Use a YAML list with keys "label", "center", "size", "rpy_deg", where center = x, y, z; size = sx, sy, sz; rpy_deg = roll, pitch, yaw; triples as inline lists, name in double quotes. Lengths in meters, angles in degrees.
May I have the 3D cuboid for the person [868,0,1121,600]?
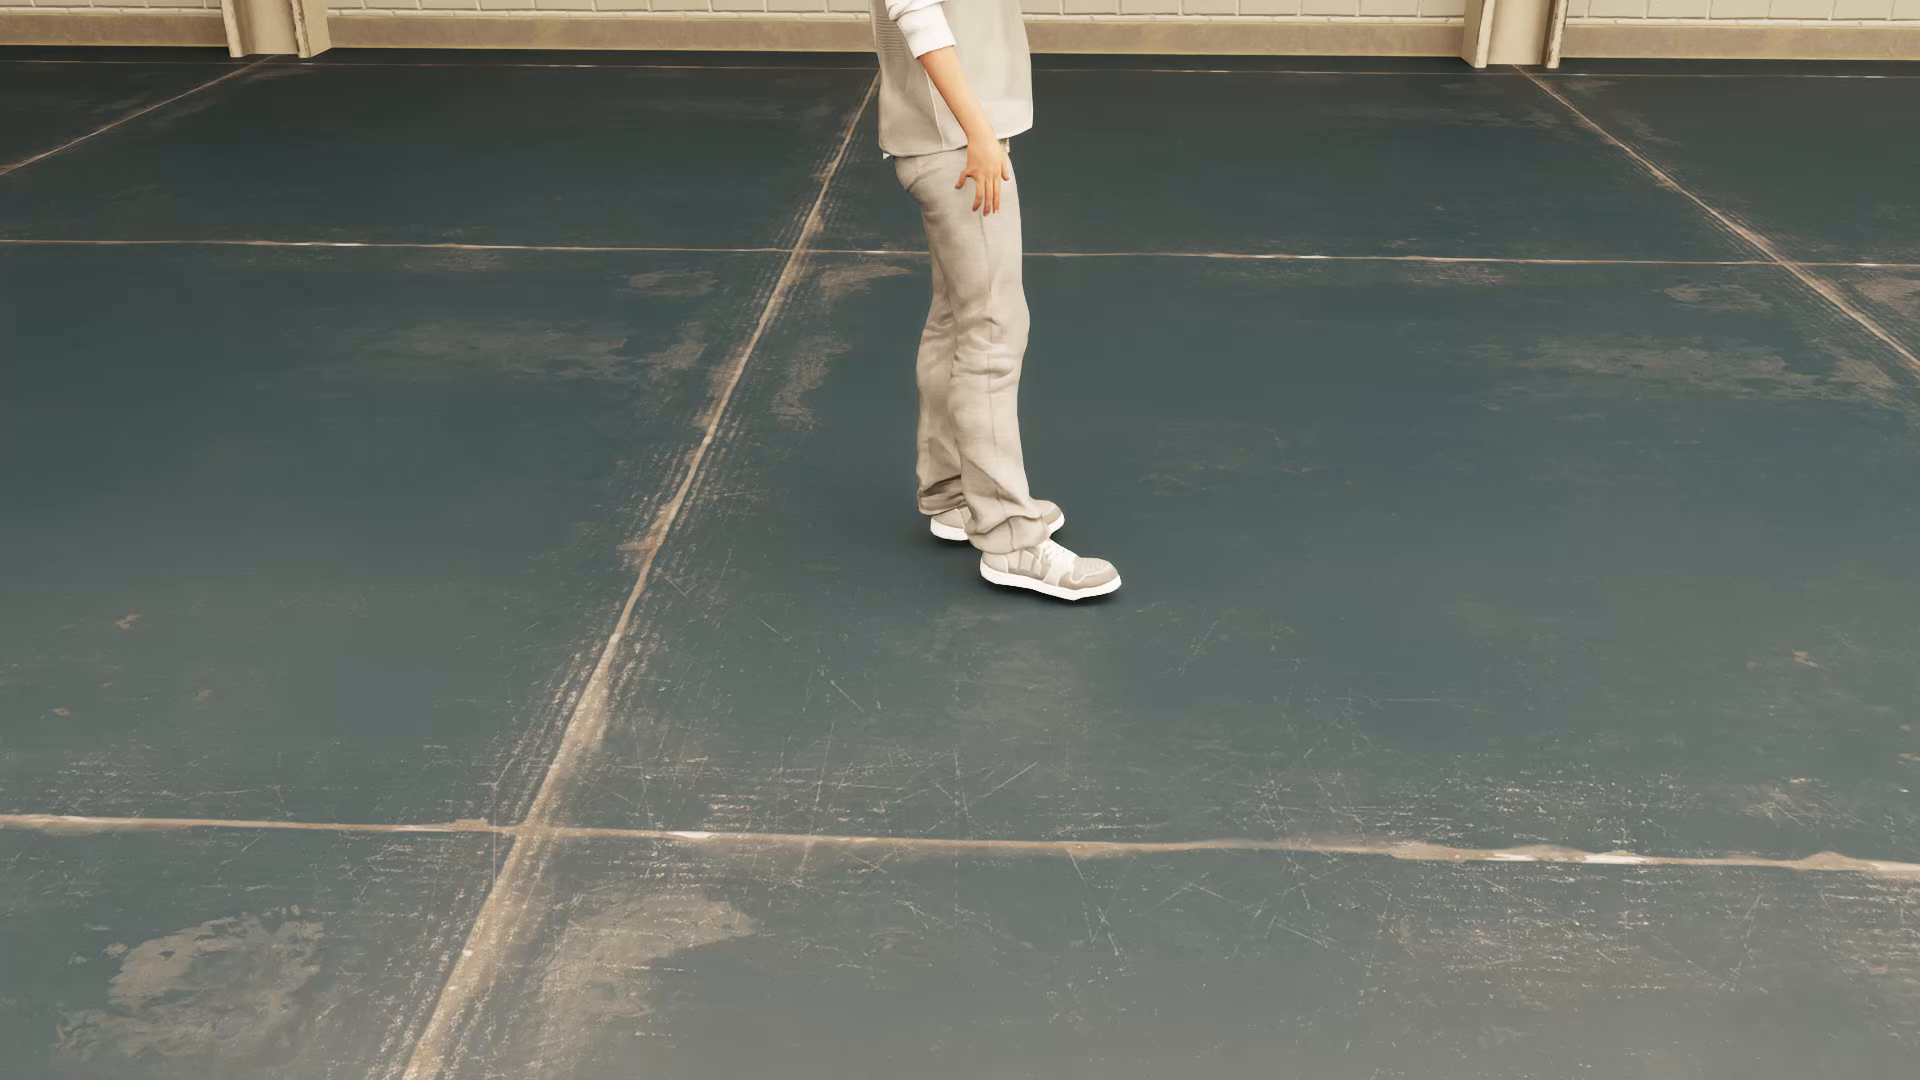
- label: "person"
  center: [0.073, -0.715, 2.960]
  size: [0.475, 1.597, 0.520]
  rpy_deg: [1, 26, 2]
